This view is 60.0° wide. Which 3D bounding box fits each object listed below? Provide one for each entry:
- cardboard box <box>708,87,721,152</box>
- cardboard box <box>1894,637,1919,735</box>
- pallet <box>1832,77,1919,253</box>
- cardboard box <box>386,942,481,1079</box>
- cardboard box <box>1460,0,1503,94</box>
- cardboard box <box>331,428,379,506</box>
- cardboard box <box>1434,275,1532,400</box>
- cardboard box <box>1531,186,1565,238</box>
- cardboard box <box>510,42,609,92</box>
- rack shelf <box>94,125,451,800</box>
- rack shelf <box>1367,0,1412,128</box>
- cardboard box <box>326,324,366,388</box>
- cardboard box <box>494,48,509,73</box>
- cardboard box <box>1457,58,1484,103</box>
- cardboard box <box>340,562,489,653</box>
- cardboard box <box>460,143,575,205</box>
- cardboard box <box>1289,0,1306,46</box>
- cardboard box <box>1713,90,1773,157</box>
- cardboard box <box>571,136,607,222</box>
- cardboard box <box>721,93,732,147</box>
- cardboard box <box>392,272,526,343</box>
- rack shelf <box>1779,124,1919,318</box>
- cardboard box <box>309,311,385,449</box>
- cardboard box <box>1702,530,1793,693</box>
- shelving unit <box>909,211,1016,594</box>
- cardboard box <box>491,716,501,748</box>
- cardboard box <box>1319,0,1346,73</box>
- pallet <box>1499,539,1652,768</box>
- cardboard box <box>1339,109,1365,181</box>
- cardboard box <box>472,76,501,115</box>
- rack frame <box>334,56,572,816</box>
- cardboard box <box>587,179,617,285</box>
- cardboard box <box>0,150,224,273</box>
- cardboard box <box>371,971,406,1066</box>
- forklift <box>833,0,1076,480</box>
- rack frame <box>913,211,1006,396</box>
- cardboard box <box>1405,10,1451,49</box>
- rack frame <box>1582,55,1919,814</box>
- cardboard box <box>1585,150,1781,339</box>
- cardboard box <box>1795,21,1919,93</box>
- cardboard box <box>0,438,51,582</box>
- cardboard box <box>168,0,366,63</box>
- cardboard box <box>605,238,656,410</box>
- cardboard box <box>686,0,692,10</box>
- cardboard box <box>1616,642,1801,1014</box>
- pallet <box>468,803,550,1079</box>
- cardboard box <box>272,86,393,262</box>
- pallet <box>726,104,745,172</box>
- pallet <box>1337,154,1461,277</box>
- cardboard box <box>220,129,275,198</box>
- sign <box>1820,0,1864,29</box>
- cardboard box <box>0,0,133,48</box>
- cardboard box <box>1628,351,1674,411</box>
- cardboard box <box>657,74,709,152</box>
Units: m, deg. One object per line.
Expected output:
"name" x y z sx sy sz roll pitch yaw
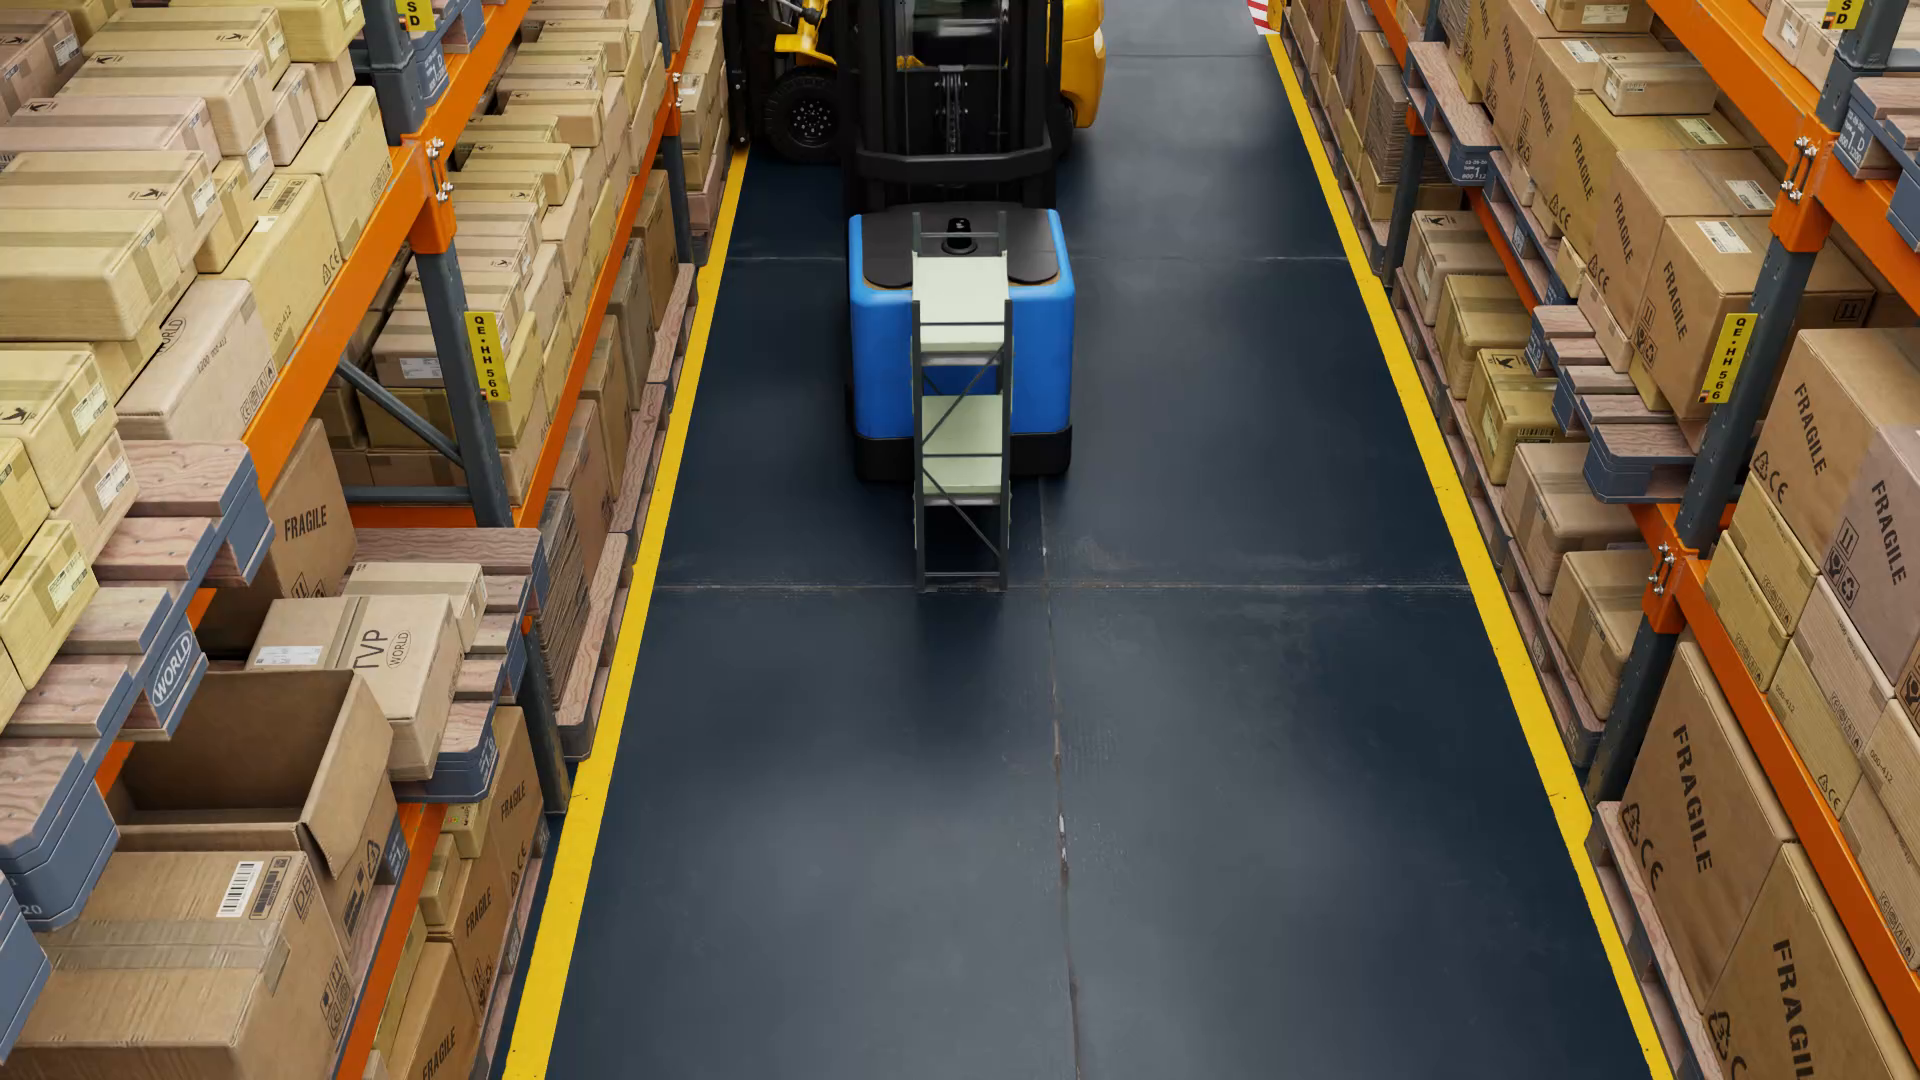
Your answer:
"cardboard box" -1.720 -2.549 9.996 0.500 0.250 0.500 0 39 0
"cardboard box" 2.694 0.363 4.019 0.500 0.500 0.500 1 39 1
"pallet" 2.996 -0.844 4.157 1.213 0.211 1.003 2 39 2
"cardboard box" -1.813 1.572 5.053 0.500 0.500 0.500 2 39 2
"cardboard box" 2.653 -2.364 7.647 0.500 0.500 0.500 0 39 0
"cardboard box" -2.278 -0.367 5.929 0.500 0.250 0.500 -1 39 -1
"cardboard box" 2.945 -1.012 8.380 0.950 0.372 0.625 2 39 3
"cardboard box" 2.626 -1.390 6.951 0.380 0.149 0.250 -1 39 -1
"cardboard box" -1.767 -2.082 7.350 0.380 0.149 0.250 -1 39 -1
"rack shelf" -2.019 0.217 3.258 1.077 0.370 4.000 0 39 0
"rack shelf" 2.935 -3.621 10.446 1.077 0.370 4.000 0 39 0
"cardboard box" -2.224 -0.640 5.551 0.380 0.149 0.250 1 39 1
"cardboard box" -2.272 -2.234 7.540 0.380 0.149 0.250 0 39 0
"cardboard box" 2.614 -2.215 7.981 0.380 0.149 0.250 1 39 1
"cardboard box" -1.637 0.200 4.966 0.380 0.149 0.250 1 39 1
"cardboard box" -1.739 -1.443 6.553 0.380 0.149 0.250 1 39 1
"cardboard box" 2.657 -3.739 11.880 0.500 0.250 0.500 0 39 0
"cardboard box" 3.158 -1.409 6.455 0.500 0.500 0.500 1 39 1
"cardboard box" -1.785 -1.518 6.966 0.500 0.250 0.500 0 39 1
"cardboard box" -1.728 -2.678 10.556 0.500 0.250 0.500 1 39 1
"cardboard box" -1.729 -0.803 5.754 0.380 0.149 0.250 1 39 1
"rack shelf" 2.945 0.211 3.265 1.077 0.370 4.000 0 39 0
"cardboard box" -2.300 -0.561 5.772 0.500 0.250 0.500 1 39 1
"cardboard box" 2.691 0.215 5.203 0.500 0.250 0.500 -1 39 -1
"shelving unit" 0.004 -0.581 7.276 0.431 1.500 0.755 -1 39 -1
"cardboard box" -1.767 0.723 5.594 0.380 0.149 0.250 -2 39 -2
"cardboard box" 2.655 -3.376 10.828 0.500 0.500 0.500 1 39 1
"pallet" 2.943 0.449 7.020 1.003 0.211 1.213 0 39 0
"cardboard box" 2.658 -2.445 10.265 0.500 0.250 0.500 -1 39 -1
"cardboard box" -2.302 -1.829 7.354 0.500 0.250 0.500 -1 39 -1
"rack frame" -2.021 -0.144 5.531 1.000 3.000 0.127 0 39 0
"cardboard box" -1.780 -1.324 7.124 0.500 0.250 0.500 1 39 1
"cardboard box" -1.726 -0.659 3.339 0.380 0.149 0.250 -1 39 -1
"cardboard box" -1.824 1.379 4.774 0.380 0.149 0.250 -1 39 -1
"forklift" -0.070 -2.335 8.320 1.130 2.935 3.031 -2 39 -3
"rack frame" -0.002 -0.810 7.561 0.400 1.500 0.023 -1 39 -1
"cardboard box" 2.633 -2.754 8.989 0.380 0.149 0.250 0 39 -1
"rack frame" 2.942 -0.150 5.539 1.000 3.000 0.127 0 39 0
"cardboard box" 2.652 -1.076 6.041 0.500 0.500 0.500 -1 39 -1
"cardboard box" 2.732 -1.419 4.925 0.380 0.149 0.250 0 39 0
"cardboard box" -1.649 -0.027 2.534 0.380 0.149 0.250 0 39 0
"cardboard box" -1.725 -1.313 4.154 0.380 0.149 0.250 1 39 1
"cardboard box" -2.021 -1.071 8.251 0.875 0.625 0.625 0 39 0
"cardboard box" -1.783 -3.288 9.374 0.500 0.500 0.500 1 39 1
"cardboard box" 2.860 0.947 5.533 0.875 0.875 0.875 0 39 0
"pallet" -2.058 1.411 5.821 1.003 0.211 1.213 0 39 0
"cardboard box" -1.778 -0.935 4.240 0.500 0.250 0.500 -1 39 -2
"pallet" -1.989 -2.820 11.100 1.003 0.211 1.213 0 39 0
"pallet" 2.902 -1.983 10.056 1.003 0.211 1.213 0 39 0
"cardboard box" -1.825 -0.864 3.832 0.380 0.149 0.250 1 39 1
"sign" 2.400 -1.523 4.440 0.100 0.325 0.005 0 39 0
"cardboard box" -2.297 -1.297 4.135 0.380 0.149 0.250 -1 39 -2
"cardboard box" 2.634 -0.588 5.951 0.380 0.149 0.250 1 39 1
"cardboard box" -1.713 -2.429 9.446 0.500 0.250 0.500 -1 39 -1
